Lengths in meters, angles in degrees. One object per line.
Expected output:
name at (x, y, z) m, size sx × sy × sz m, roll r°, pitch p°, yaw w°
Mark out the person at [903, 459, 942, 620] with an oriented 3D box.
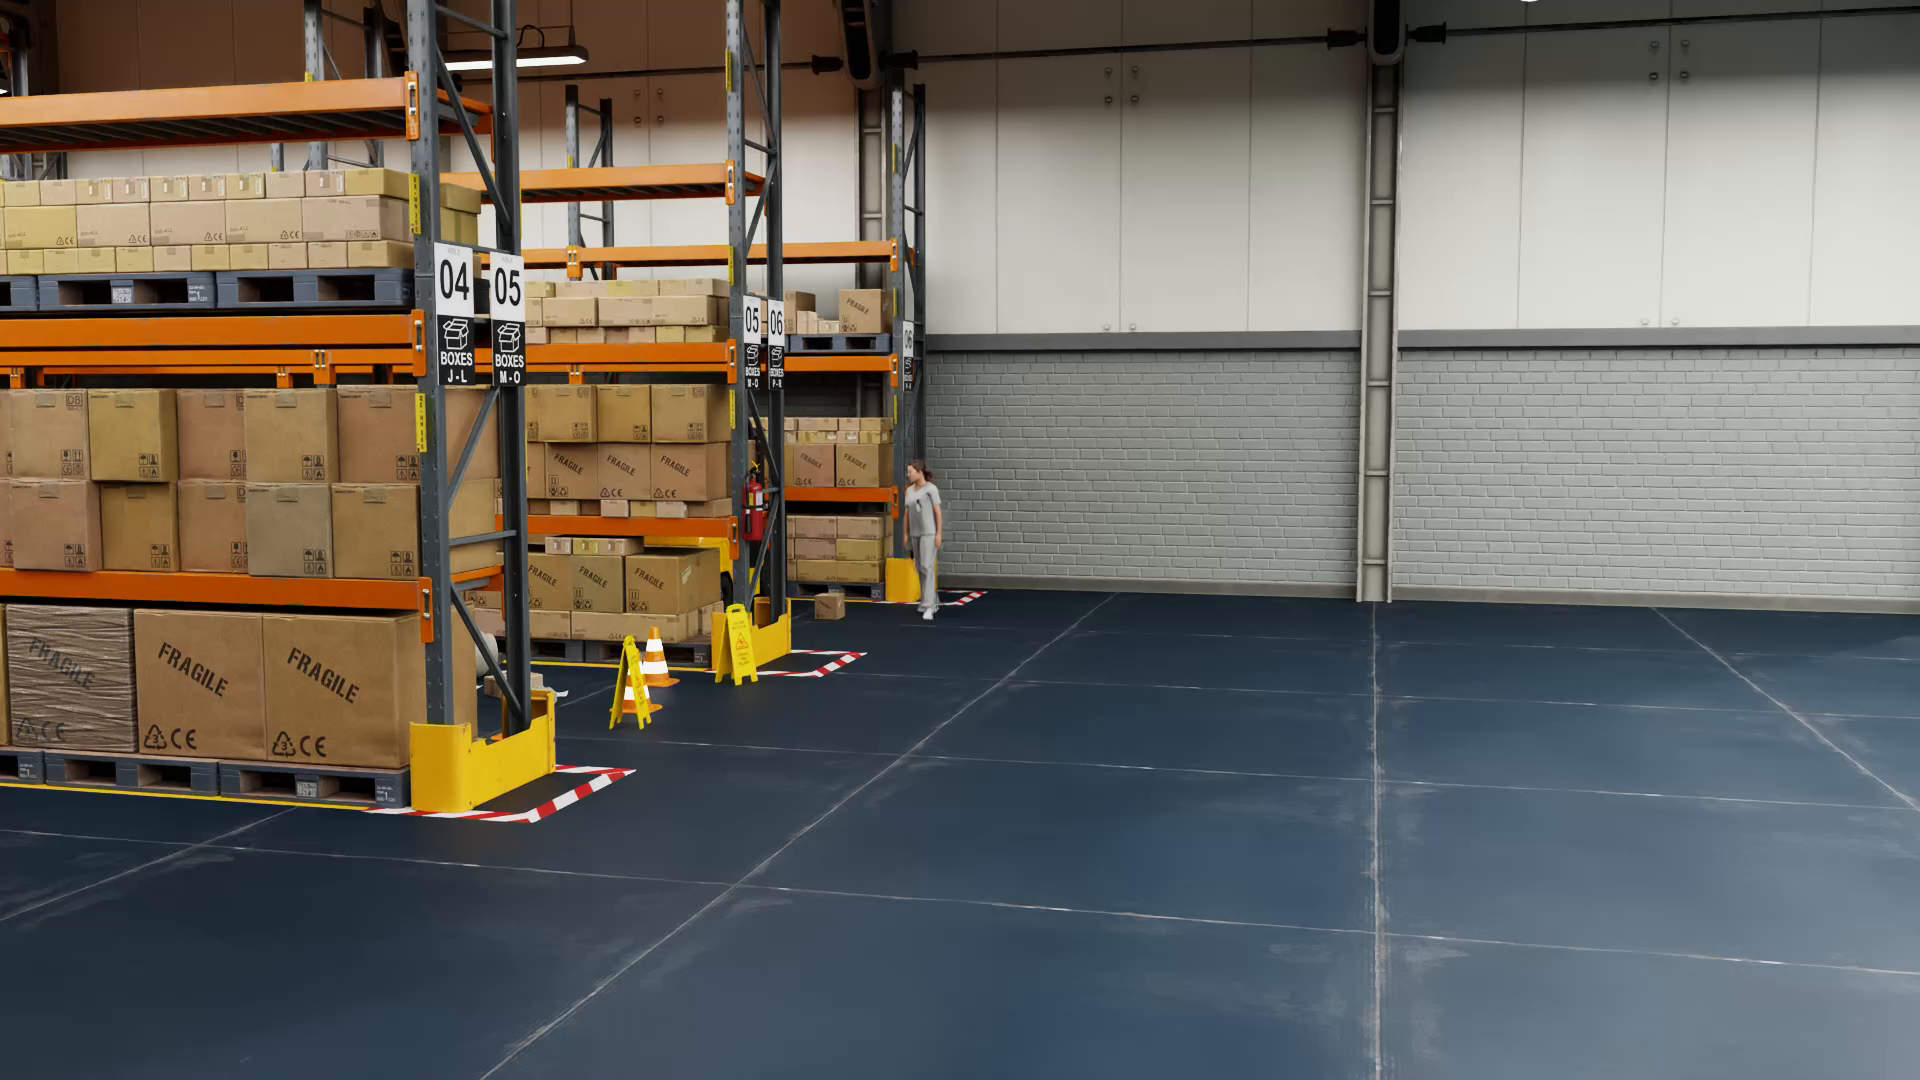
person at (-0.381, -0.019, 17.819) m, size 0.557 × 1.699 × 0.530 m, roll 4°, pitch 7°, yaw 42°
